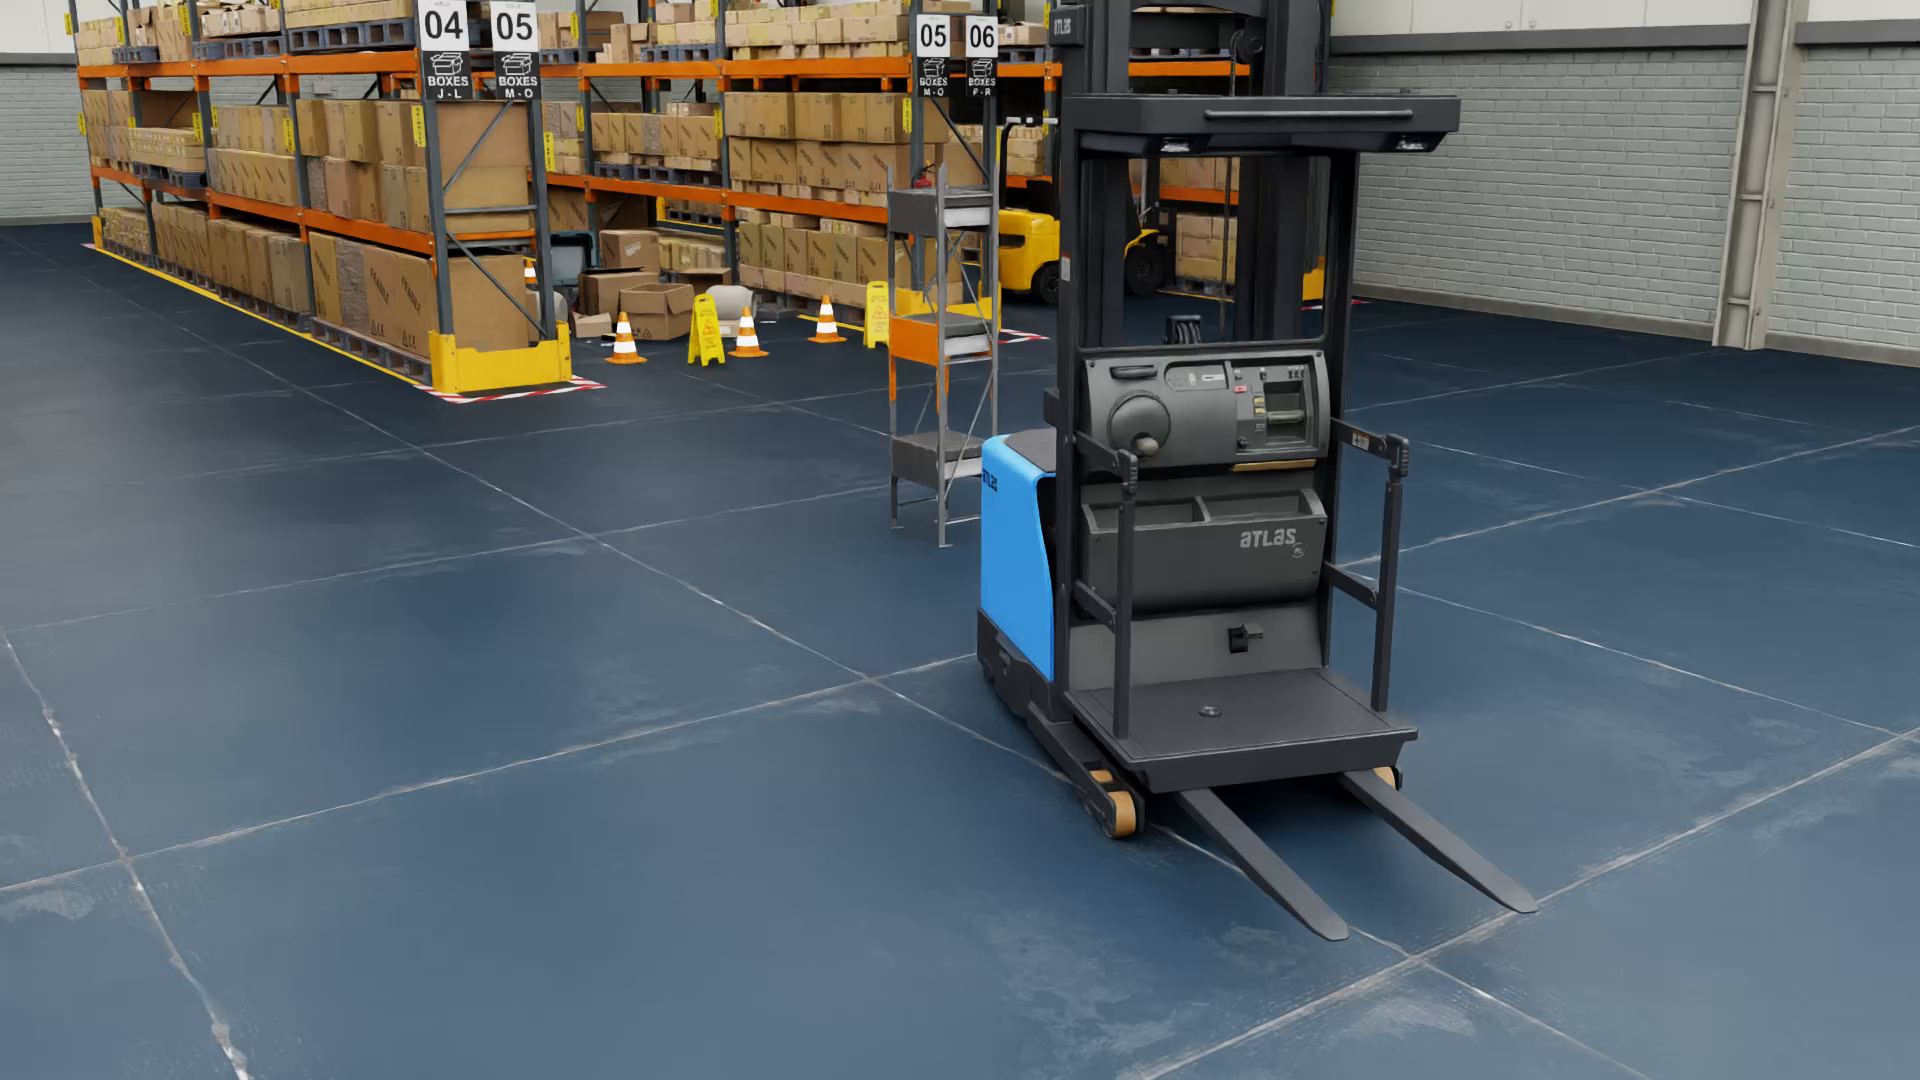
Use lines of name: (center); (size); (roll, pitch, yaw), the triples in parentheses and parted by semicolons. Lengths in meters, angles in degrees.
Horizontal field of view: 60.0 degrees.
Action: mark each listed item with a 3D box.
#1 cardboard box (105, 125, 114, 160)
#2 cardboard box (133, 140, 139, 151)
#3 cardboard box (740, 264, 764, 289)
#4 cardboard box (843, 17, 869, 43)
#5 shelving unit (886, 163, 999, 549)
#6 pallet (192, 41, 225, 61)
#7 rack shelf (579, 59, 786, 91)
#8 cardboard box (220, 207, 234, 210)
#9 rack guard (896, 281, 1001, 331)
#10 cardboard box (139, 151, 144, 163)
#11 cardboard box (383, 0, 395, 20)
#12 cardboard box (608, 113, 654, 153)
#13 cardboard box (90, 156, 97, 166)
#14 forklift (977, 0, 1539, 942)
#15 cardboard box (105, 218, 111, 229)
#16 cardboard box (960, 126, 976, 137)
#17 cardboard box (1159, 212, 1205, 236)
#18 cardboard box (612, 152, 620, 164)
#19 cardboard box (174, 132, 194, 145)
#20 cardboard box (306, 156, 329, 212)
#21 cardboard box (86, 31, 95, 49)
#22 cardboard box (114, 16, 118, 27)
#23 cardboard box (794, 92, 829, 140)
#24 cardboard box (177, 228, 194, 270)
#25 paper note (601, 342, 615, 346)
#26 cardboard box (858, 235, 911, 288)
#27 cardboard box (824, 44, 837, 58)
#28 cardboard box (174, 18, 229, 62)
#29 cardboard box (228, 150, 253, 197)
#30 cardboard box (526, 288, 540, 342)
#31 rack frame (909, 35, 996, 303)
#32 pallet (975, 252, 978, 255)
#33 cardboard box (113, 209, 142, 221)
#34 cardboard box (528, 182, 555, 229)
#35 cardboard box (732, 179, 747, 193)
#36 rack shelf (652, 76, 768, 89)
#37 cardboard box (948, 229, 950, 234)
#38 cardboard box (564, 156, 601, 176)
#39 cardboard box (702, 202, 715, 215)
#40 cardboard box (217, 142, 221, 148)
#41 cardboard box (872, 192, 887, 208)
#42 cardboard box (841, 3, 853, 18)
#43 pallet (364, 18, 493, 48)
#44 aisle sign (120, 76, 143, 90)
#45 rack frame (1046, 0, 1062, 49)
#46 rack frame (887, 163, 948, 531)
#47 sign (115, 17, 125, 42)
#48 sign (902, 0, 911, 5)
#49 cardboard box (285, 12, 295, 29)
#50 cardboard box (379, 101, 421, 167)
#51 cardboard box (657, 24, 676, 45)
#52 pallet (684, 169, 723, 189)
cardboard box: (-12.459, -5.961, 24.920); (0.500, 0.500, 0.500); (-11, 19, -36)
cardboard box: (-11.052, -5.393, 22.714); (0.380, 0.149, 0.250); (-11, 19, -36)
cardboard box: (-2.288, -3.169, 19.884); (0.500, 0.250, 0.500); (-12, 19, -37)
cardboard box: (-0.868, -5.301, 17.301); (0.500, 0.250, 0.500); (-11, 19, -35)
shelving unit: (-0.097, -1.048, 9.428); (0.431, 2.100, 0.503); (-11, 19, -35)
pallet: (-8.292, -5.751, 19.581); (1.213, 0.211, 1.003); (-10, 18, -32)
rack shelf: (-3.593, -5.987, 21.449); (1.077, 0.370, 4.000); (-11, 19, -35)
cardboard box: (-9.502, -4.284, 22.064); (0.500, 0.250, 0.500); (-11, 19, -34)
rack guard: (-0.110, -2.417, 17.458); (1.175, 0.500, 0.348); (-11, 19, -35)
cardboard box: (-10.894, -5.192, 22.545); (0.380, 0.149, 0.250); (-11, 19, -34)
cardboard box: (-4.627, -4.465, 14.016); (0.380, 0.149, 0.250); (-11, 19, -34)
cardboard box: (-4.379, -5.466, 22.318); (0.500, 0.500, 0.500); (-10, 18, -32)
cardboard box: (-13.492, -5.991, 26.260); (0.380, 0.149, 0.250); (-11, 19, -35)
forklift: (0.958, -0.489, 5.812); (1.130, 2.935, 3.031); (-4, 16, -15)
cardboard box: (-13.201, -4.985, 26.148); (0.380, 0.149, 0.250); (-11, 19, -35)
cardboard box: (0.222, -5.944, 24.192); (0.380, 0.149, 0.250); (-11, 19, -36)
cardboard box: (2.815, -4.000, 21.028); (0.500, 0.250, 0.500); (-11, 19, -34)
cardboard box: (-4.465, -5.166, 22.450); (0.380, 0.149, 0.250); (-12, 20, -38)
cardboard box: (-9.518, -4.980, 20.643); (0.380, 0.149, 0.250); (-11, 19, -35)
cardboard box: (-6.135, -3.666, 17.003); (0.875, 0.550, 0.550); (-11, 19, -35)
cardboard box: (-12.774, -7.493, 24.926); (0.500, 0.250, 0.500); (-11, 19, -34)
cardboard box: (-11.634, -7.266, 23.340); (0.380, 0.149, 0.250); (-10, 18, -33)
cardboard box: (-1.397, -4.685, 18.366); (0.700, 0.500, 0.500); (-11, 19, -35)
cardboard box: (-9.938, -3.843, 21.875); (0.500, 0.500, 0.500); (-12, 19, -37)
paper note: (-3.534, -1.973, 16.729); (0.144, 0.017, 0.142); (-4, 16, -15)
cardboard box: (-0.747, -2.975, 17.755); (0.500, 0.500, 0.500); (-11, 19, -34)
cardboard box: (-1.231, -5.242, 17.841); (0.380, 0.149, 0.250); (-11, 19, -36)
cardboard box: (-9.254, -6.102, 20.317); (0.500, 0.500, 0.500); (-11, 19, -35)
cardboard box: (-8.070, -4.219, 19.119); (0.500, 0.500, 0.500); (-11, 19, -35)
cardboard box: (-4.618, -2.294, 17.004); (0.500, 0.500, 0.500); (-7, 17, -25)
rack frame: (-0.065, -3.606, 17.069); (1.000, 3.000, 0.127); (-11, 19, -35)
pallet: (-0.303, -4.559, 25.832); (1.003, 0.211, 1.213); (-11, 19, -35)
cardboard box: (-12.867, -5.028, 25.744); (0.380, 0.149, 0.250); (-12, 19, -37)
cardboard box: (-6.154, -5.034, 25.518); (0.875, 0.875, 0.875); (-10, 18, -33)
cardboard box: (-2.491, -4.222, 19.795); (0.380, 0.149, 0.250); (-11, 19, -35)
rack shelf: (-4.284, -8.467, 30.509); (1.077, 0.370, 4.000); (-11, 19, -35)
cardboard box: (-0.010, -4.869, 25.387); (0.875, 0.625, 0.625); (-10, 18, -33)
cardboard box: (-5.276, -5.310, 23.578); (0.500, 0.250, 0.500); (-12, 19, -36)
cardboard box: (-4.476, -6.328, 30.955); (0.500, 0.500, 0.500); (-10, 18, -34)
cardboard box: (-9.450, -5.105, 21.662); (0.380, 0.149, 0.250); (-11, 19, -34)
cardboard box: (-0.696, -3.568, 17.407); (0.380, 0.149, 0.250); (-11, 19, -35)
cardboard box: (-1.033, -5.571, 17.531); (0.380, 0.149, 0.250); (-11, 19, -35)
pallet: (-4.454, -4.377, 14.372); (1.003, 0.211, 1.213); (-11, 19, -35)
aisle sign: (-13.217, -7.549, 26.550); (0.394, 0.787, 0.004); (-11, 19, -35)
rack frame: (1.596, -8.125, 22.216); (1.000, 3.000, 0.127); (-11, 19, -35)
rack frame: (-0.241, -1.100, 9.618); (0.400, 2.100, 0.015); (-11, 19, -35)
sign: (-11.500, -6.989, 22.767); (0.100, 0.325, 0.005); (-11, 19, -35)
sign: (-0.526, -5.398, 16.257); (0.100, 0.325, 0.005); (-11, 19, -35)
cardboard box: (-6.422, -5.116, 16.395); (0.380, 0.149, 0.250); (-11, 19, -35)
cardboard box: (-4.594, -3.598, 14.709); (0.875, 0.550, 0.550); (-11, 19, -35)
cardboard box: (-3.470, -6.357, 20.928); (0.500, 0.250, 0.500); (-11, 19, -34)
pallet: (-2.748, -4.553, 20.894); (1.003, 0.211, 1.213); (-11, 19, -35)
